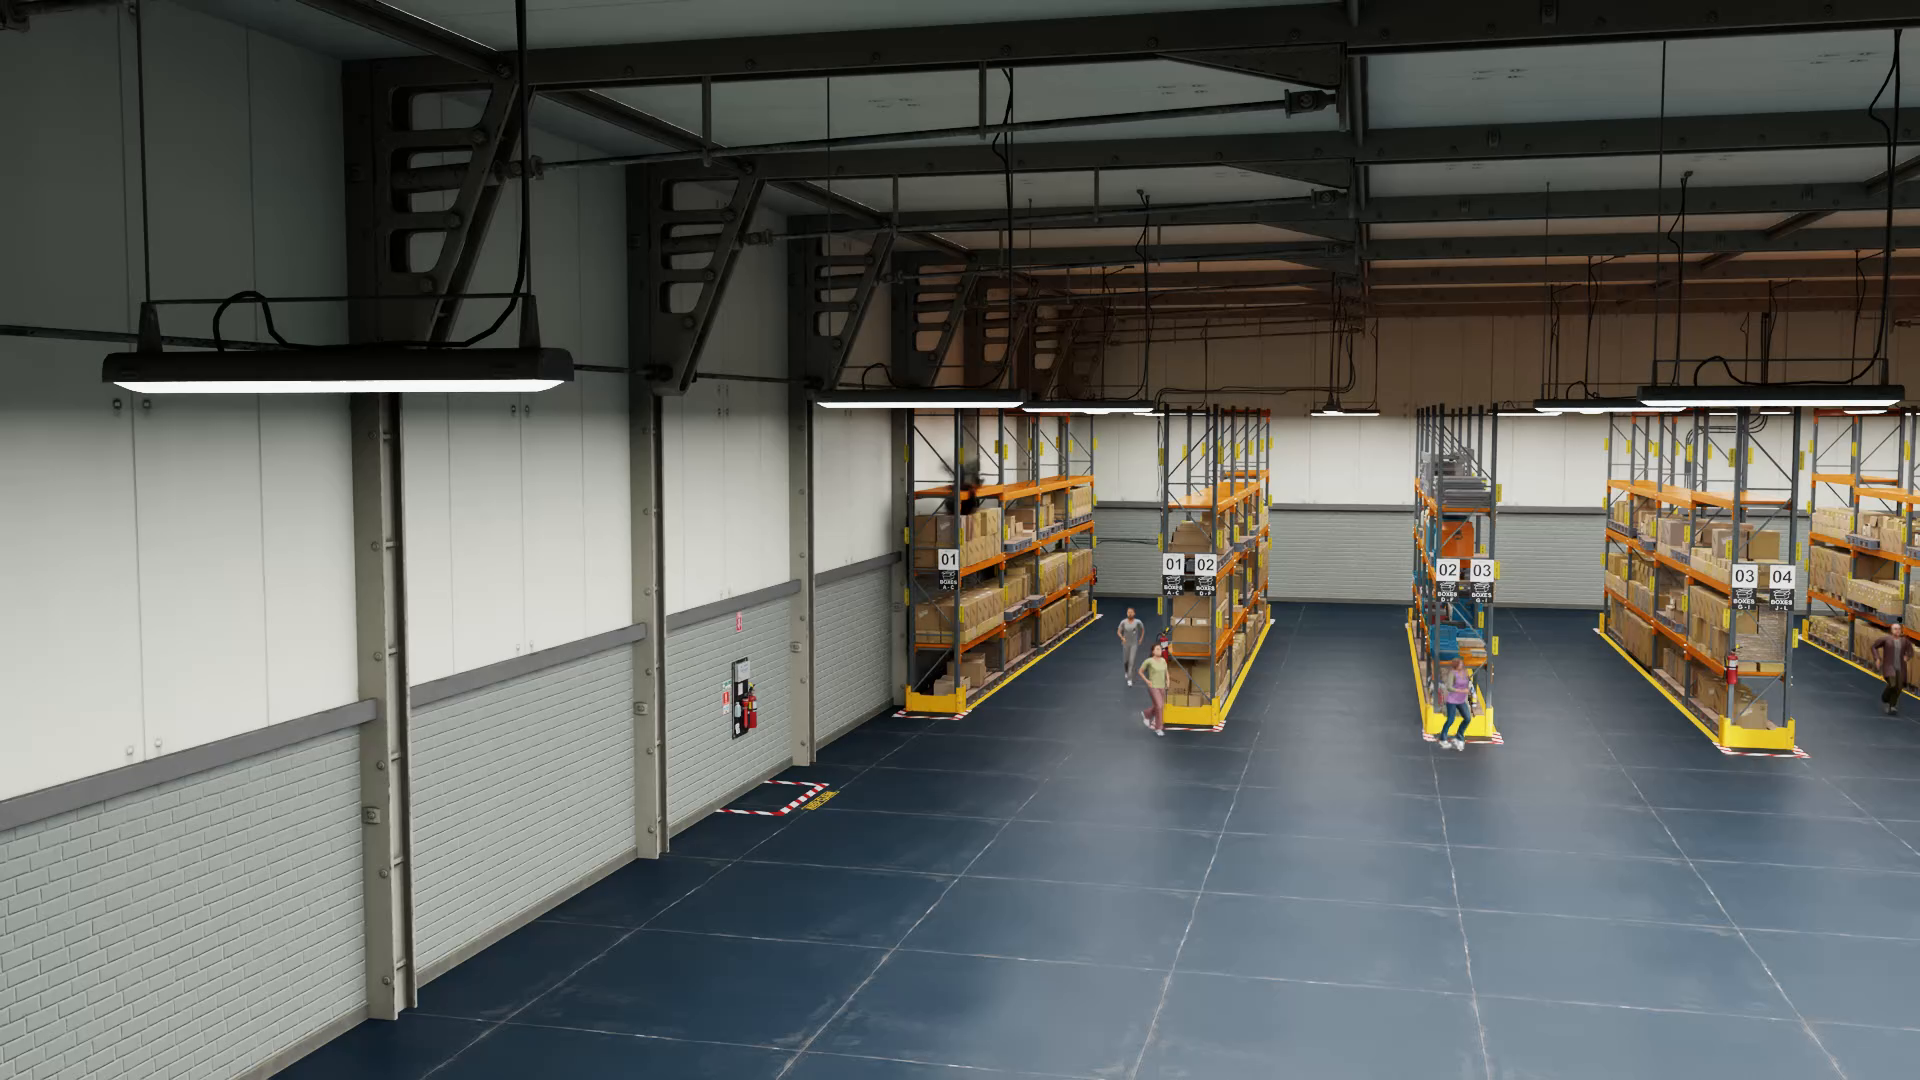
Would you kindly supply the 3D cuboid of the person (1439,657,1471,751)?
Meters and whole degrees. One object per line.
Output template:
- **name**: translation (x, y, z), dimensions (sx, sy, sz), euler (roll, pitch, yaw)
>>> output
- **person**: translation (8.602, 2.832, 28.746), dimensions (0.541, 1.618, 0.648), euler (-2, 5, -30)

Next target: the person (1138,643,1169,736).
- **person**: translation (3.543, 2.704, 30.373), dimensions (0.599, 1.656, 0.712), euler (-3, 5, -32)

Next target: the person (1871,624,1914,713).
- **person**: translation (18.097, 2.494, 32.200), dimensions (0.685, 1.747, 0.712), euler (1, 4, 9)

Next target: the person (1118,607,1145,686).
- **person**: translation (3.708, 2.280, 36.014), dimensions (0.590, 1.668, 0.771), euler (1, 4, 10)
